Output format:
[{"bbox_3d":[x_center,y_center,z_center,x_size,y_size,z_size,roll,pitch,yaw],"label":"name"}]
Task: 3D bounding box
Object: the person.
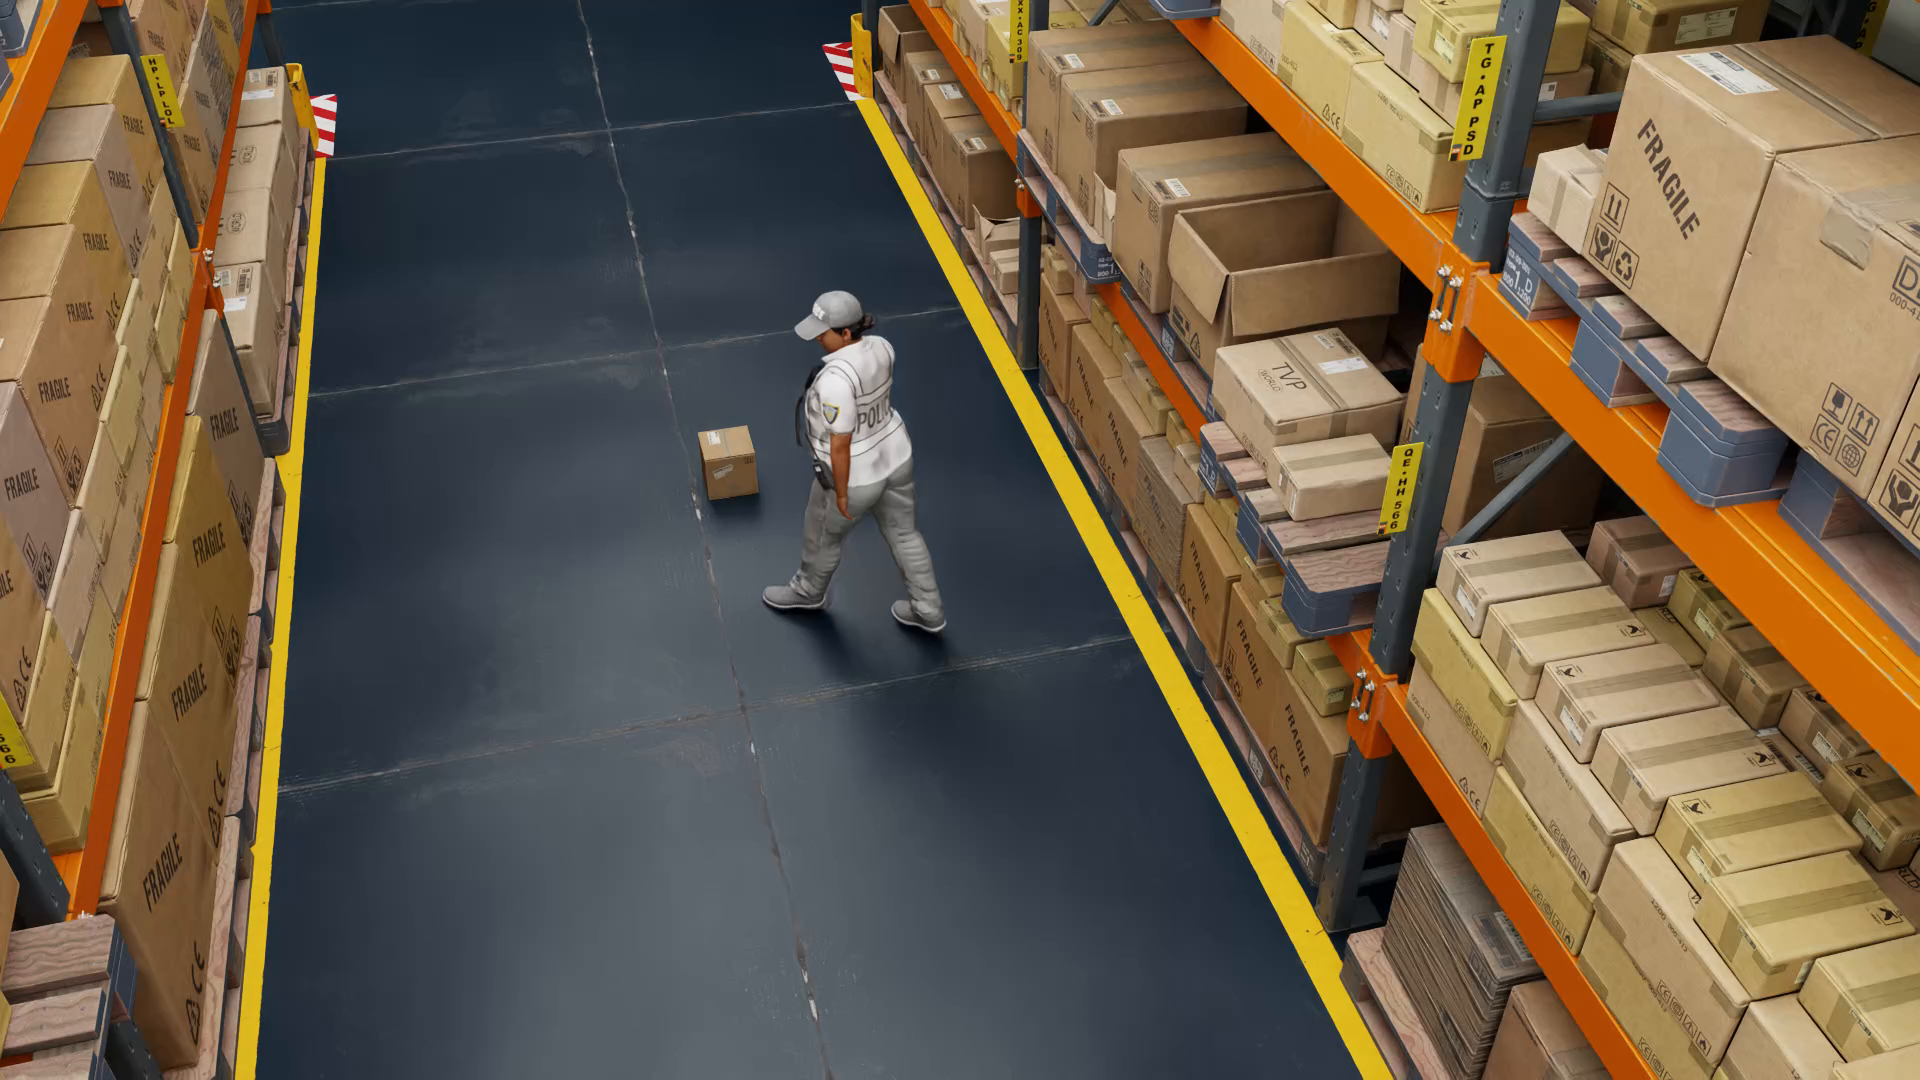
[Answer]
[{"bbox_3d":[-0.445,-0.327,7.111,0.854,1.629,0.490,24,44,27],"label":"person"}]
